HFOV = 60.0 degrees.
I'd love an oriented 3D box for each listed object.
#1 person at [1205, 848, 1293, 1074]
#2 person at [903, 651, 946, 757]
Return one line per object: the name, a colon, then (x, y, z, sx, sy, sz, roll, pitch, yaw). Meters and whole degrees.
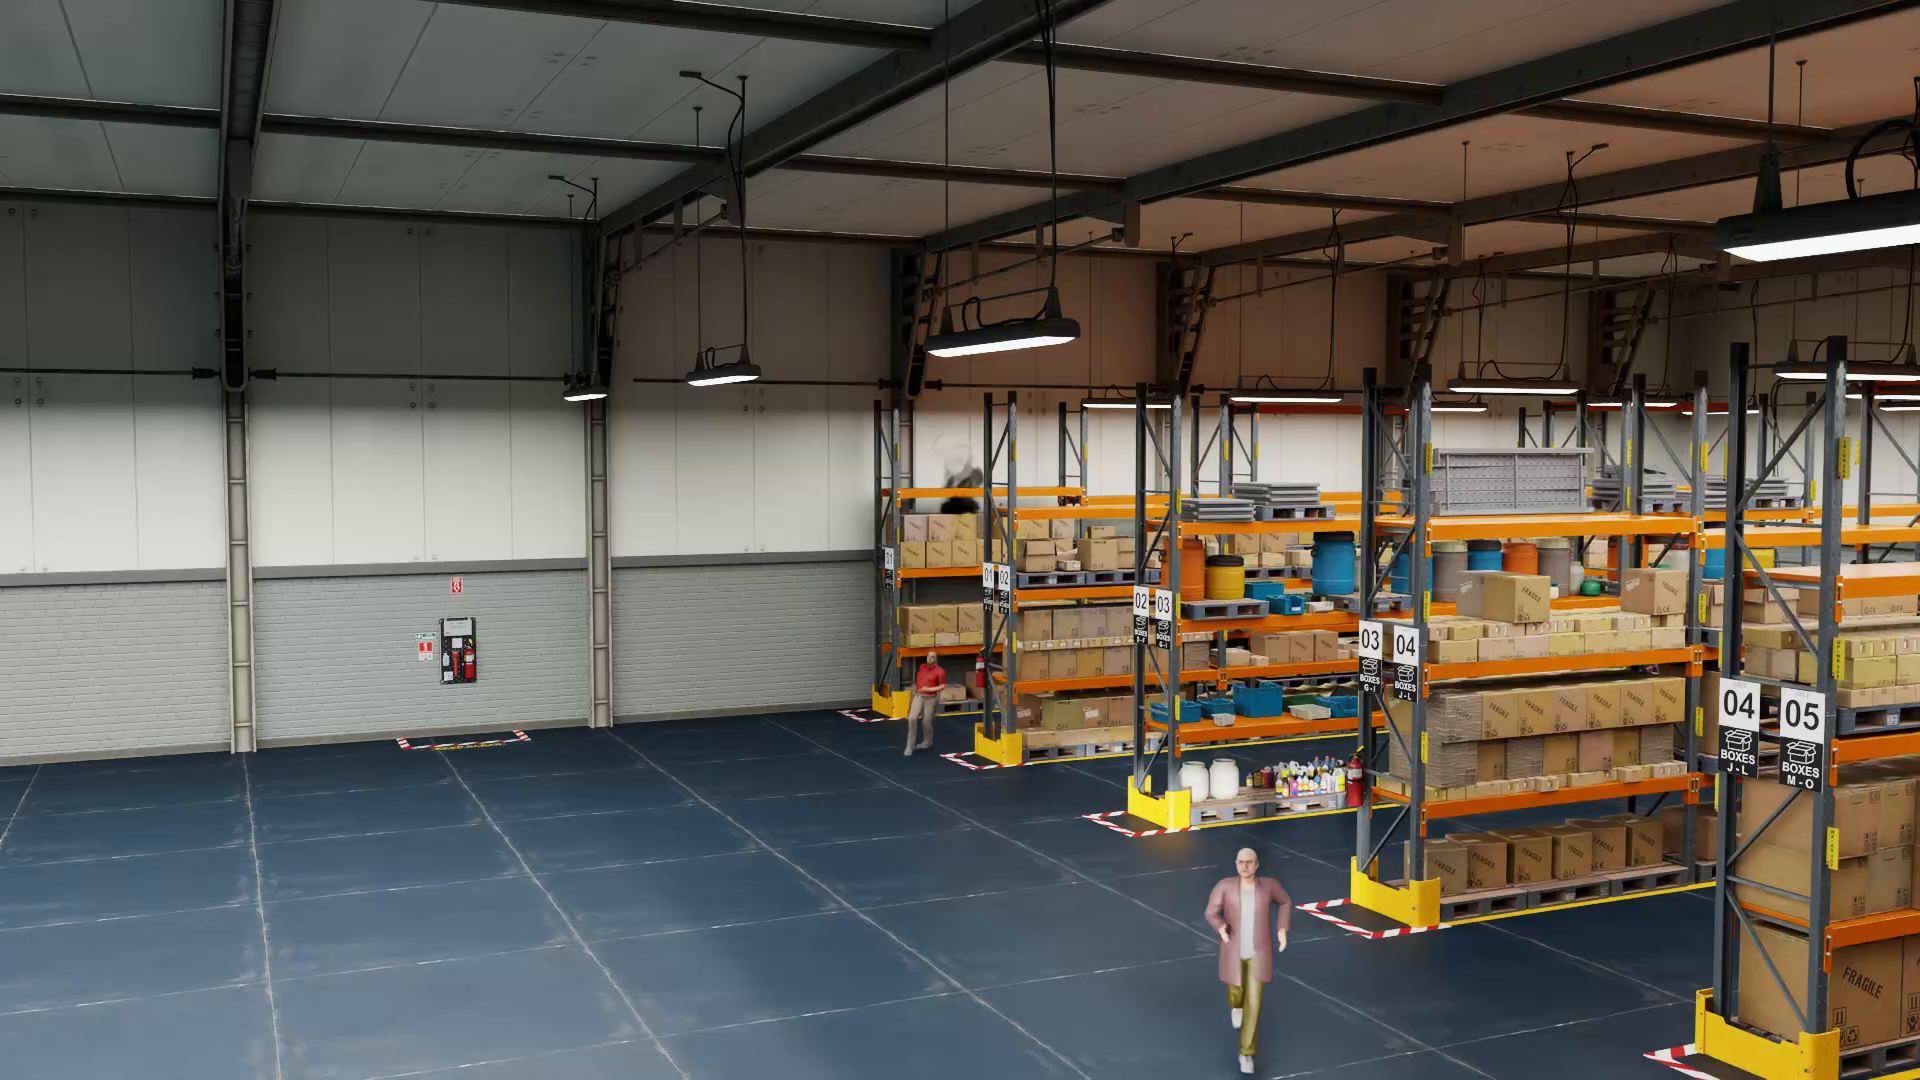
person: (2.402, 3.466, 13.942, 0.707, 1.739, 1.013, 1, 3, 12)
person: (-0.546, 2.702, 27.652, 0.663, 1.729, 0.813, 1, 4, 23)
